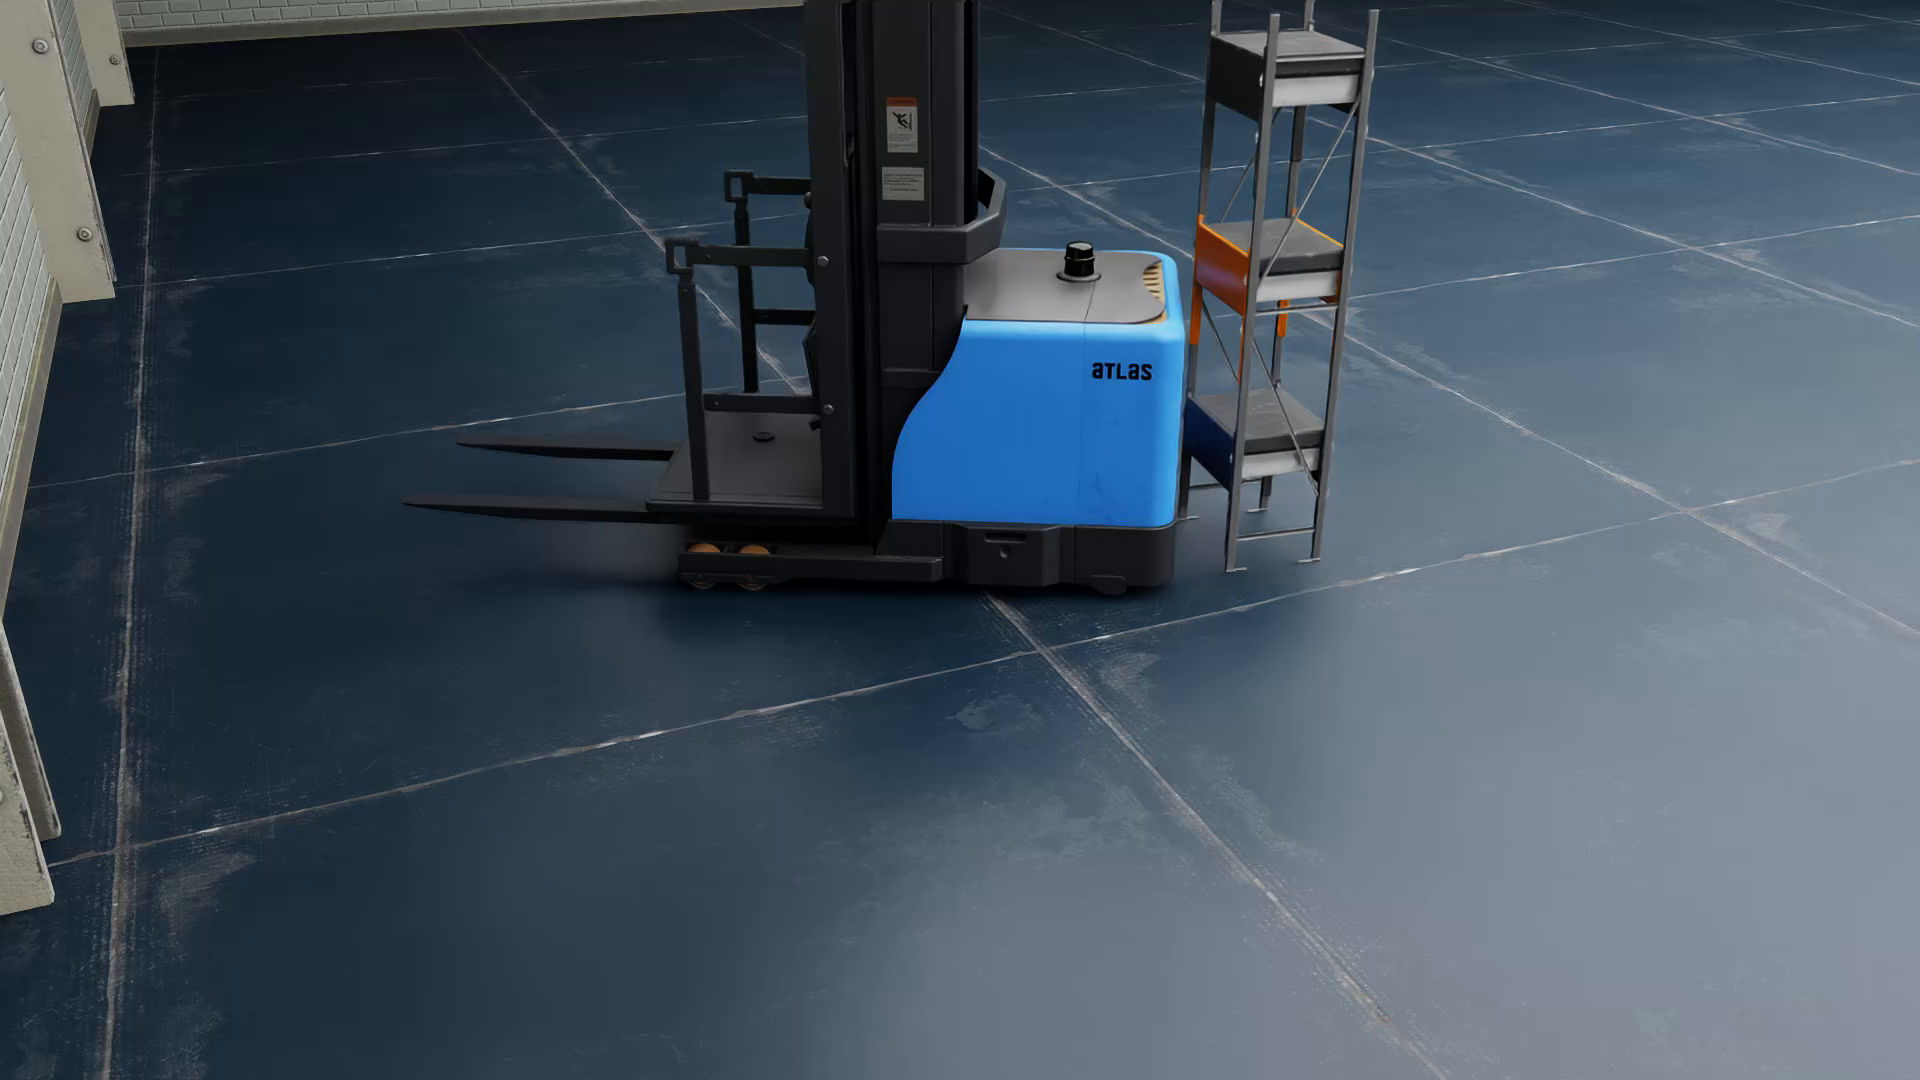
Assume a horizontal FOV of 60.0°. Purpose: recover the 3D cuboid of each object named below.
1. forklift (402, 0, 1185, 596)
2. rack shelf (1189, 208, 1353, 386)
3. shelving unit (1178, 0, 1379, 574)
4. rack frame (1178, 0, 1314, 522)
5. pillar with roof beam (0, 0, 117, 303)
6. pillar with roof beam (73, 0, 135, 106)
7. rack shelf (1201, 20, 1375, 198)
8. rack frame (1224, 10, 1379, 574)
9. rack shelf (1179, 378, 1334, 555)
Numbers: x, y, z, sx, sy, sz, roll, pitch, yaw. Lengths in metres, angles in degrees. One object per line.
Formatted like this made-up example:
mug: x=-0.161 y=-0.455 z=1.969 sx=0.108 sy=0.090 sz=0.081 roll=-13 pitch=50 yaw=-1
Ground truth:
forklift: x=-0.665 y=-1.356 z=6.188 sx=3.031 sy=2.935 sz=1.130 roll=2 pitch=26 yaw=4
rack shelf: x=1.164 y=-0.928 z=6.288 sx=0.431 sy=0.518 sz=0.480 roll=-7 pitch=27 yaw=-14
shelving unit: x=1.165 y=-0.940 z=6.282 sx=0.431 sy=2.100 sz=0.503 roll=-7 pitch=27 yaw=-14
rack frame: x=1.101 y=-1.044 z=6.493 sx=0.400 sy=2.100 sz=0.015 roll=-7 pitch=27 yaw=-14
pillar with roof beam: x=-1.151 y=-6.240 z=9.275 sx=9.100 sy=9.000 sz=0.400 roll=-11 pitch=28 yaw=-21
pillar with roof beam: x=-3.501 y=-8.663 z=14.236 sx=9.100 sy=9.000 sz=0.400 roll=-11 pitch=28 yaw=-21
rack shelf: x=1.165 y=-1.557 z=5.981 sx=0.431 sy=0.518 sz=0.480 roll=-7 pitch=27 yaw=-14
rack frame: x=1.228 y=-0.837 z=6.070 sx=0.400 sy=2.100 sz=0.015 roll=-7 pitch=27 yaw=-14
rack shelf: x=1.164 y=-0.299 z=6.595 sx=0.431 sy=0.518 sz=0.480 roll=-7 pitch=27 yaw=-14
